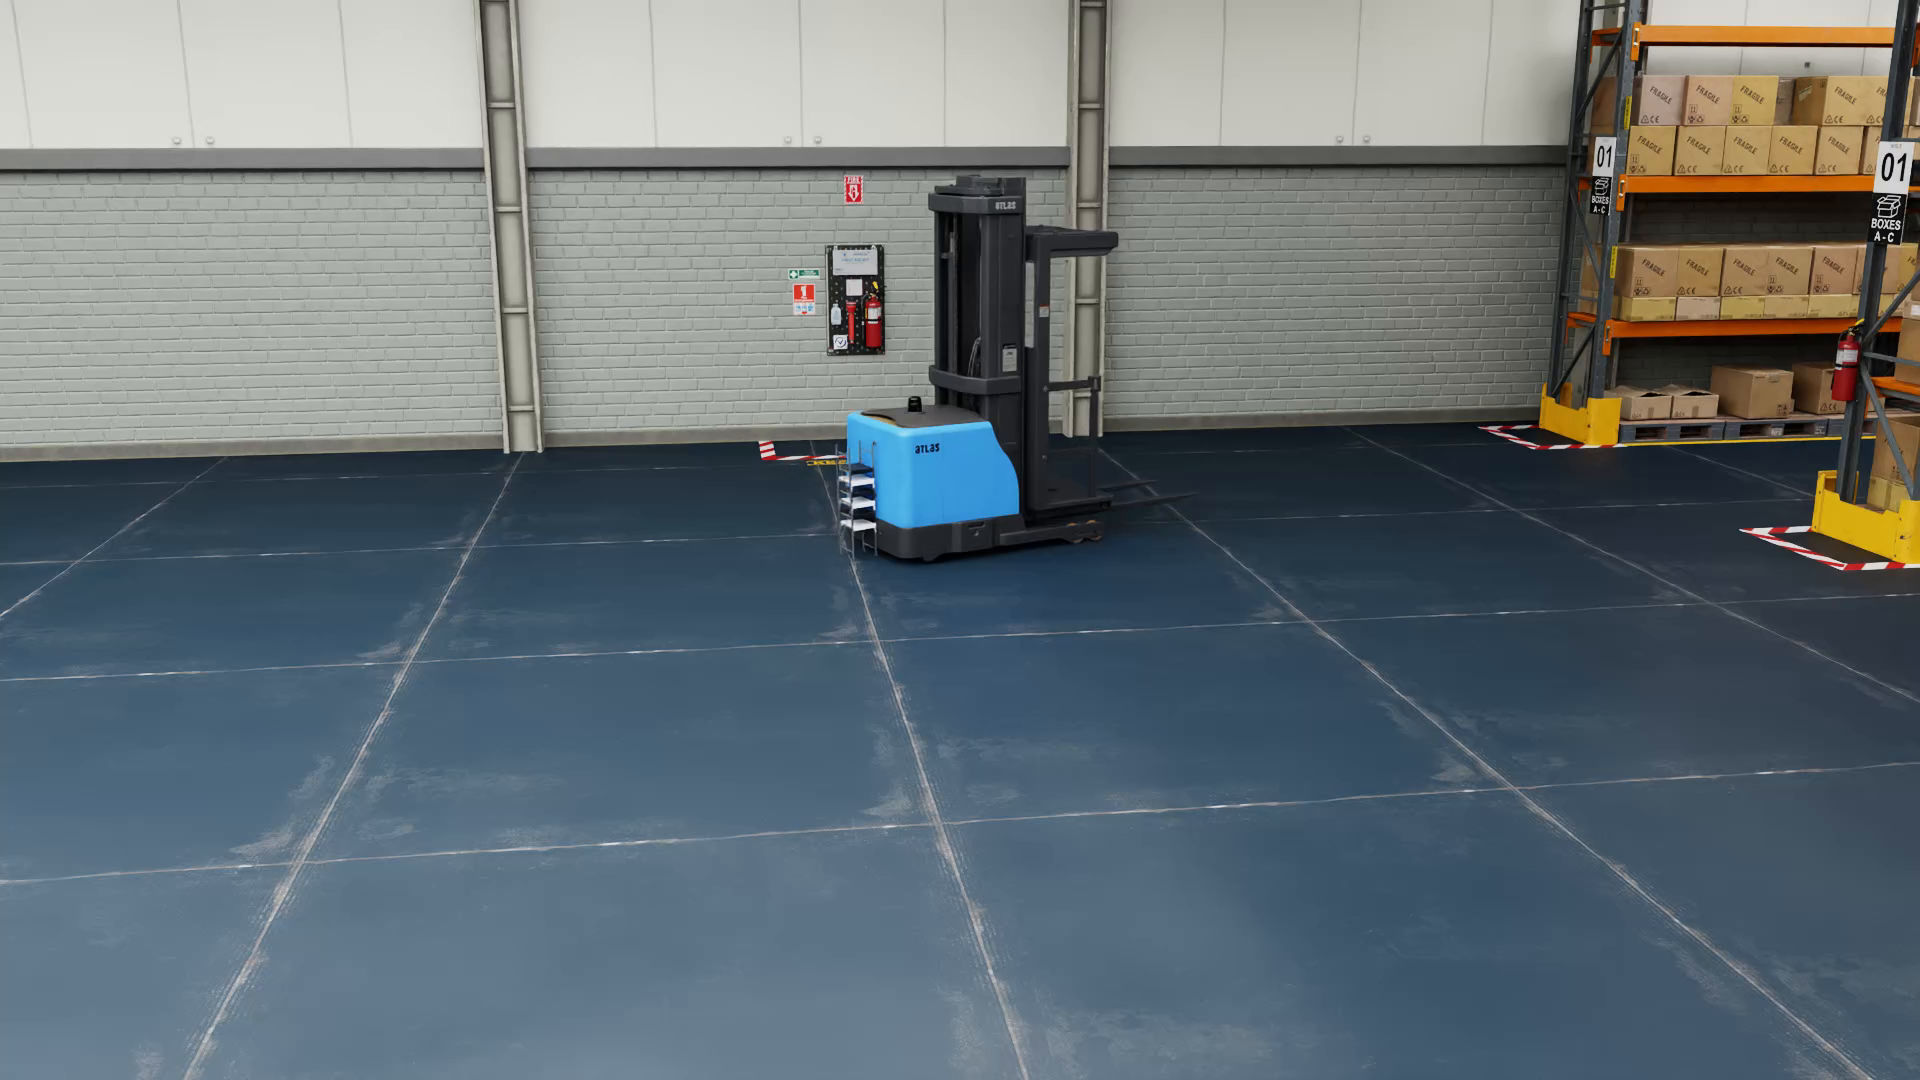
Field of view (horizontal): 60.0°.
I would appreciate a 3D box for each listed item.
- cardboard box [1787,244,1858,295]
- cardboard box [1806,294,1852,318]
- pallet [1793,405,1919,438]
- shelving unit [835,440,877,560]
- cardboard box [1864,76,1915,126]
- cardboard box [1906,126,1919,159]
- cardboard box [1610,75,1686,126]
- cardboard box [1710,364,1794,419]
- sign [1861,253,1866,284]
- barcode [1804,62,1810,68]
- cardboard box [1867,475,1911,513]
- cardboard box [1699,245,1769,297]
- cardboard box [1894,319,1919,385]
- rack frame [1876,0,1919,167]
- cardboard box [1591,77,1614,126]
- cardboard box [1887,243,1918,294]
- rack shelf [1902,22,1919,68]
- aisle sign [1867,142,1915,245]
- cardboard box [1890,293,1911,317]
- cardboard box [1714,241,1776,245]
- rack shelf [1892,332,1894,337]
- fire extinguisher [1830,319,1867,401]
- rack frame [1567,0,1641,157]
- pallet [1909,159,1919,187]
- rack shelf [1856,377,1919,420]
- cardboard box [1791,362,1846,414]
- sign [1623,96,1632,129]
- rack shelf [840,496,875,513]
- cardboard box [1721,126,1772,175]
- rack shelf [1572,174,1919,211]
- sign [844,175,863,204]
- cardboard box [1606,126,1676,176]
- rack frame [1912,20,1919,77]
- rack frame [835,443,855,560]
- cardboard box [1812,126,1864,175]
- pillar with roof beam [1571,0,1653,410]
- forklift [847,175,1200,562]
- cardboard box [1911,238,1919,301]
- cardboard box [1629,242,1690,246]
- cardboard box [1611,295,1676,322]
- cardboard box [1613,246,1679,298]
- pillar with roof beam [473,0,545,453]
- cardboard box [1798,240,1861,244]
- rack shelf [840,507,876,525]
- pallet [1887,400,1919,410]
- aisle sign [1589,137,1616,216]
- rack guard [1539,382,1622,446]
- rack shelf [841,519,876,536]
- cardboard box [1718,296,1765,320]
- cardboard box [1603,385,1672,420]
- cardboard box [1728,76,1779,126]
[{"bbox_3d":[9.264,-2.924,17.940,0.500,0.500,0.500,-3,14,-10],"label":"cardboard box"},{"bbox_3d":[9.266,-2.559,18.026,0.500,0.250,0.500,-2,14,-9],"label":"cardboard box"},{"bbox_3d":[10.019,-1.365,18.729,1.213,0.211,1.003,-2,14,-8],"label":"pallet"},{"bbox_3d":[-0.817,-0.315,13.115,0.210,0.900,0.258,-10,17,-29],"label":"shelving unit"},{"bbox_3d":[9.679,-4.642,17.597,0.500,0.500,0.500,-1,14,-5],"label":"cardboard box"},{"bbox_3d":[10.213,-4.185,17.831,0.500,0.500,0.500,-2,14,-7],"label":"cardboard box"},{"bbox_3d":[7.139,-4.559,17.264,0.500,0.500,0.500,-3,14,-12],"label":"cardboard box"},{"bbox_3d":[8.716,-1.645,18.347,0.500,0.500,0.700,-3,14,-12],"label":"cardboard box"},{"bbox_3d":[7.397,-2.221,13.545,0.005,0.325,0.100,-2,14,-8],"label":"sign"},{"bbox_3d":[9.239,-5.179,18.136,0.075,0.075,0.001,-2,14,-8],"label":"barcode"},{"bbox_3d":[7.950,-0.374,13.836,0.500,0.250,0.500,-2,14,-8],"label":"cardboard box"},{"bbox_3d":[8.241,-2.883,17.778,0.500,0.500,0.500,-3,14,-10],"label":"cardboard box"},{"bbox_3d":[7.928,-1.476,13.235,0.500,0.500,0.700,-2,14,-8],"label":"cardboard box"},{"bbox_3d":[7.464,-4.323,12.462,0.127,3.000,1.000,-2,14,-8],"label":"rack frame"},{"bbox_3d":[7.110,-4.682,17.755,0.500,0.500,0.500,-1,14,-6],"label":"cardboard box"},{"bbox_3d":[10.256,-2.959,18.080,0.500,0.500,0.500,-2,14,-8],"label":"cardboard box"},{"bbox_3d":[9.442,-3.853,12.887,4.000,0.370,1.077,-2,14,-8],"label":"rack shelf"},{"bbox_3d":[7.355,-2.743,13.148,0.004,0.787,0.394,-2,14,-8],"label":"aisle sign"},{"bbox_3d":[10.254,-2.597,18.177,0.500,0.250,0.500,-2,14,-8],"label":"cardboard box"},{"bbox_3d":[8.664,-3.028,18.354,0.500,0.500,0.500,-2,14,-8],"label":"cardboard box"},{"bbox_3d":[12.655,-2.473,18.897,4.000,0.370,1.077,-2,14,-8],"label":"rack shelf"},{"bbox_3d":[7.278,-1.483,13.630,0.183,0.674,0.296,-2,14,-8],"label":"fire extinguisher"},{"bbox_3d":[6.722,-5.515,17.213,0.127,3.000,1.000,-2,14,-8],"label":"rack frame"},{"bbox_3d":[8.167,-2.845,12.915,1.213,0.211,1.003,-2,14,-8],"label":"pallet"},{"bbox_3d":[9.442,-1.137,13.568,4.000,0.370,1.077,-2,14,-8],"label":"rack shelf"},{"bbox_3d":[9.657,-1.704,18.583,0.500,0.500,0.500,-3,14,-13],"label":"cardboard box"},{"bbox_3d":[6.803,-4.353,16.951,0.005,0.325,0.100,-2,14,-8],"label":"sign"},{"bbox_3d":[-0.816,-0.282,13.123,0.200,0.077,0.258,-10,17,-29],"label":"rack shelf"},{"bbox_3d":[8.139,-4.101,17.494,0.500,0.500,0.500,-1,14,-6],"label":"cardboard box"},{"bbox_3d":[8.700,-3.783,17.954,4.000,0.370,1.077,-2,14,-8],"label":"rack shelf"},{"bbox_3d":[-1.120,-3.689,17.498,0.199,0.298,0.001,-2,14,-8],"label":"sign"},{"bbox_3d":[7.090,-4.070,17.372,0.500,0.500,0.500,-2,14,-7],"label":"cardboard box"},{"bbox_3d":[10.678,-5.660,17.791,0.127,3.000,1.000,-2,14,-8],"label":"rack frame"},{"bbox_3d":[-0.904,-0.299,13.065,0.006,0.900,0.240,-10,17,-29],"label":"rack frame"},{"bbox_3d":[9.171,-4.141,17.654,0.500,0.500,0.500,-3,14,-11],"label":"cardboard box"},{"bbox_3d":[7.927,-4.713,14.015,0.400,9.000,9.100,-2,14,-8],"label":"pillar with roof beam"},{"bbox_3d":[0.606,-1.494,13.656,3.031,2.935,1.130,-8,16,-29],"label":"forklift"},{"bbox_3d":[7.980,-2.107,13.085,0.500,0.500,0.700,-2,14,-8],"label":"cardboard box"},{"bbox_3d":[7.656,-2.990,18.202,0.500,0.500,0.500,-2,14,-8],"label":"cardboard box"},{"bbox_3d":[7.252,-2.483,17.724,0.500,0.250,0.500,-3,14,-10],"label":"cardboard box"},{"bbox_3d":[7.239,-2.851,17.648,0.500,0.500,0.500,-2,14,-8],"label":"cardboard box"},{"bbox_3d":[-3.939,-4.278,12.281,0.400,9.000,9.100,-2,14,-8],"label":"pillar with roof beam"},{"bbox_3d":[9.670,-3.066,18.506,0.500,0.500,0.500,-2,14,-9],"label":"cardboard box"},{"bbox_3d":[-0.814,-0.195,13.146,0.200,0.077,0.258,-10,17,-29],"label":"rack shelf"},{"bbox_3d":[11.447,-1.426,18.974,1.213,0.211,1.003,-2,14,-8],"label":"pallet"},{"bbox_3d":[6.696,-3.791,17.328,0.004,0.787,0.394,-2,14,-8],"label":"aisle sign"},{"bbox_3d":[6.797,-1.395,18.258,0.348,0.500,1.175,-2,14,-8],"label":"rack guard"},{"bbox_3d":[-0.812,-0.108,13.169,0.200,0.077,0.258,-10,17,-29],"label":"rack shelf"},{"bbox_3d":[8.268,-2.523,17.881,0.500,0.250,0.500,-2,14,-9],"label":"cardboard box"},{"bbox_3d":[7.420,-1.518,18.230,0.500,0.311,0.500,-4,15,-15],"label":"cardboard box"},{"bbox_3d":[8.148,-4.586,17.373,0.500,0.500,0.500,-2,14,-7],"label":"cardboard box"}]
